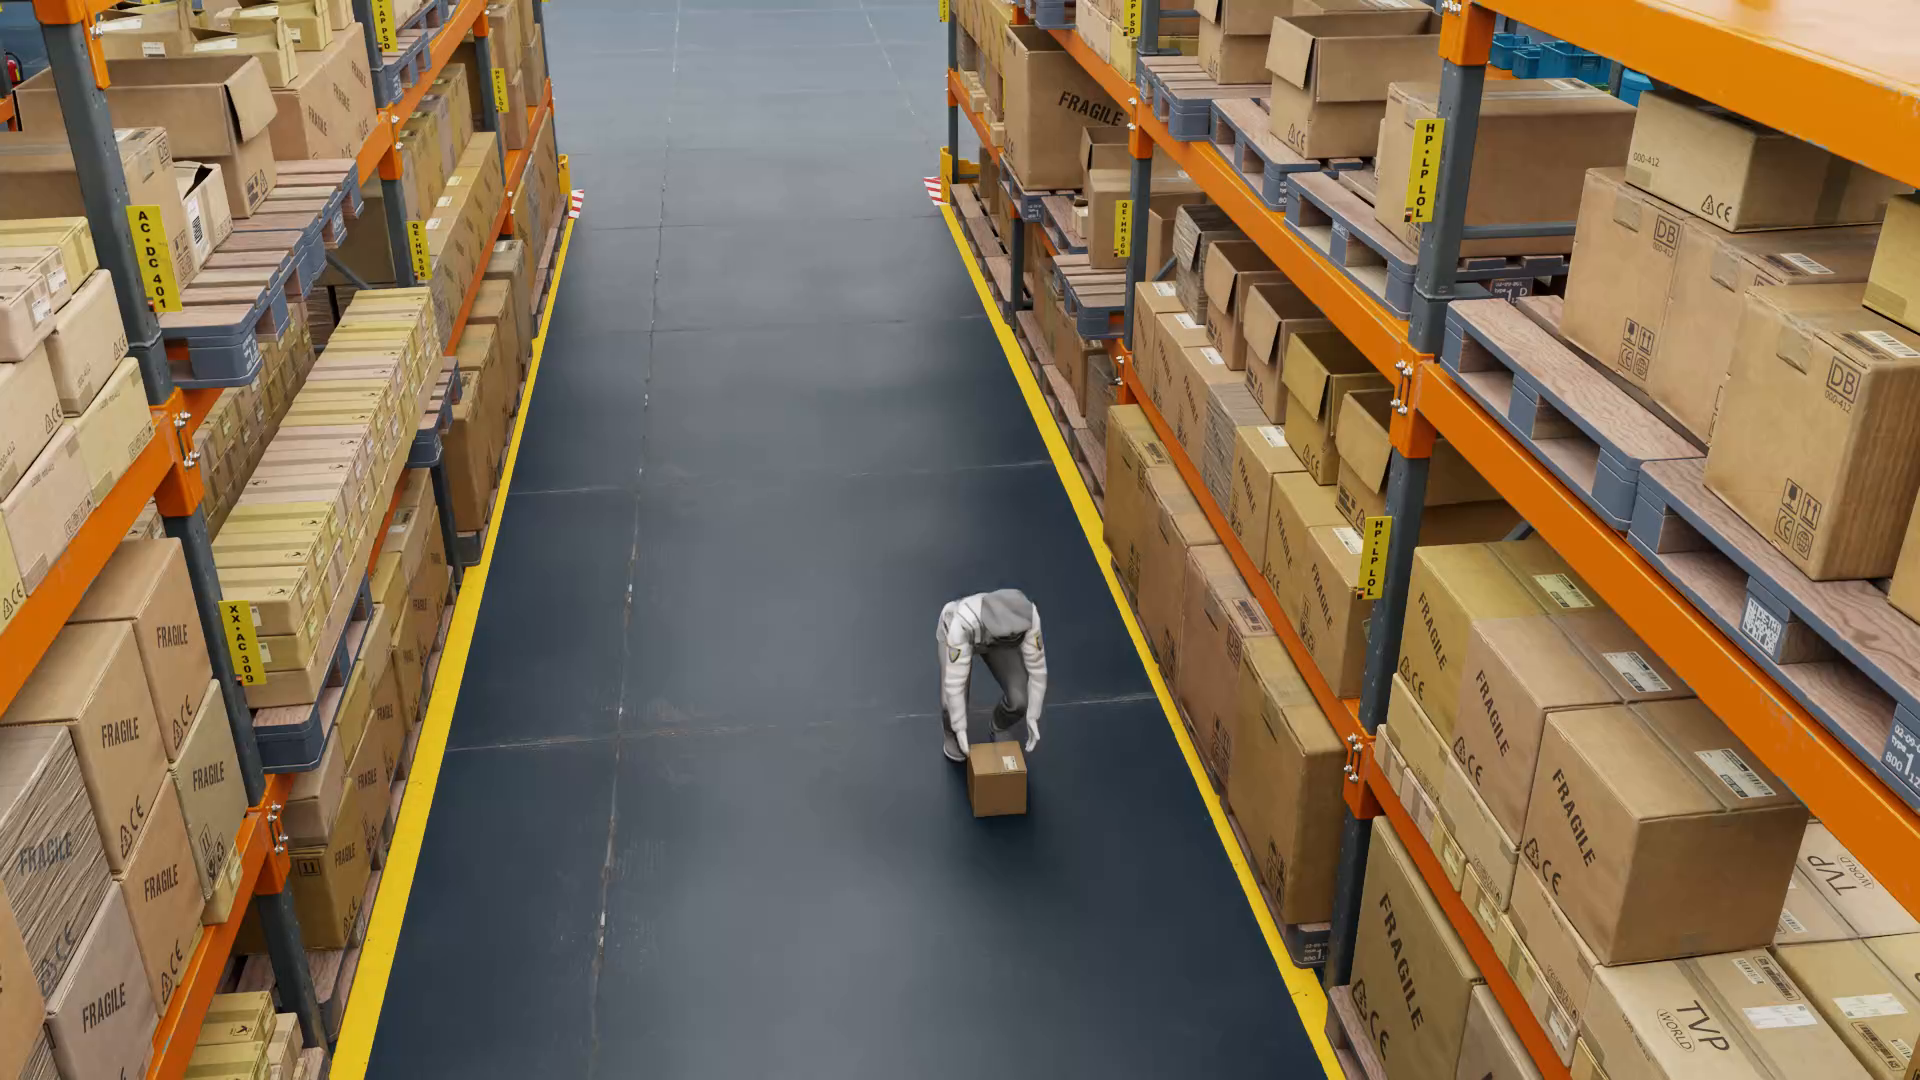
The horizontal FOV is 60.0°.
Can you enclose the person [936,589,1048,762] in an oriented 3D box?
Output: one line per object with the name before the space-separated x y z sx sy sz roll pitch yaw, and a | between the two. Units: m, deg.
person | 0.151 0.612 8.080 0.505 1.075 0.826 -4 28 -8
